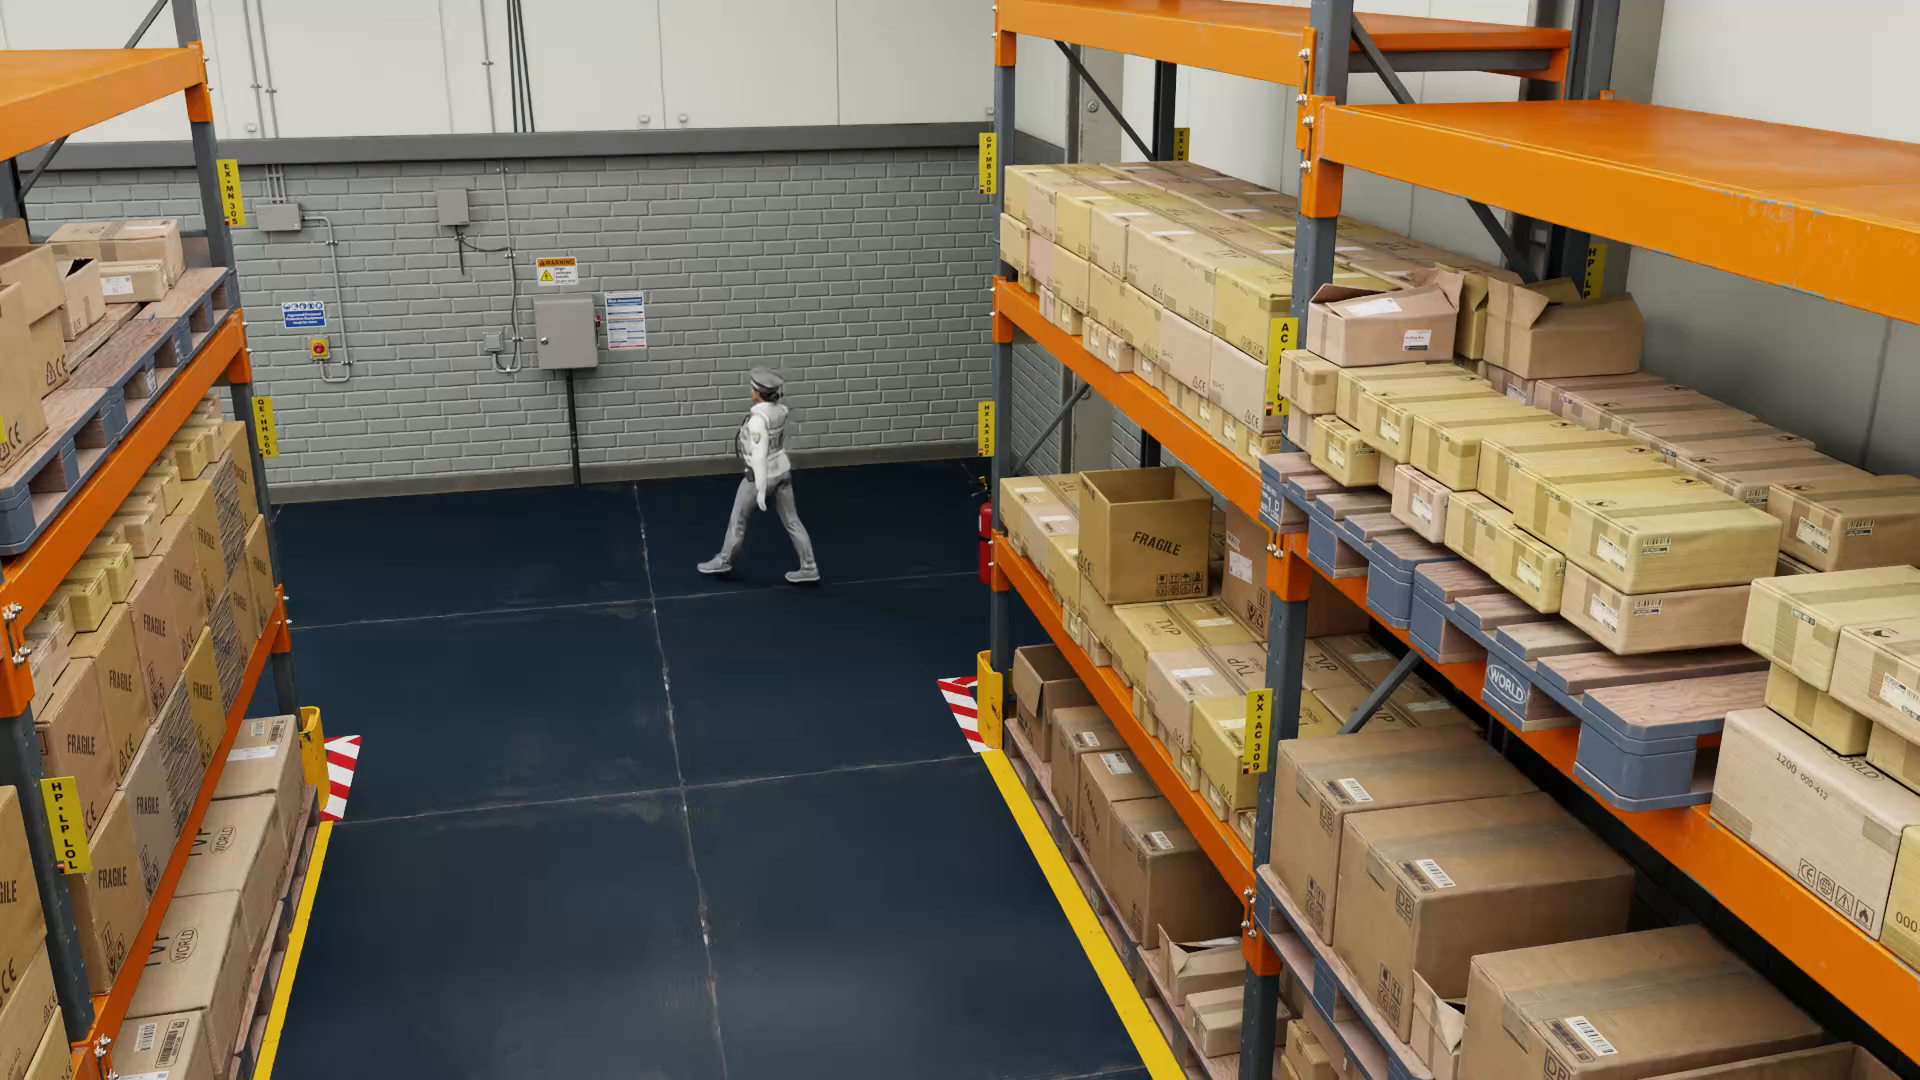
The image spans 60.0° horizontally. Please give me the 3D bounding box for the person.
[{"bbox_3d":[-1.510,-0.503,12.387,0.973,1.636,0.521,12,23,30],"label":"person"}]
